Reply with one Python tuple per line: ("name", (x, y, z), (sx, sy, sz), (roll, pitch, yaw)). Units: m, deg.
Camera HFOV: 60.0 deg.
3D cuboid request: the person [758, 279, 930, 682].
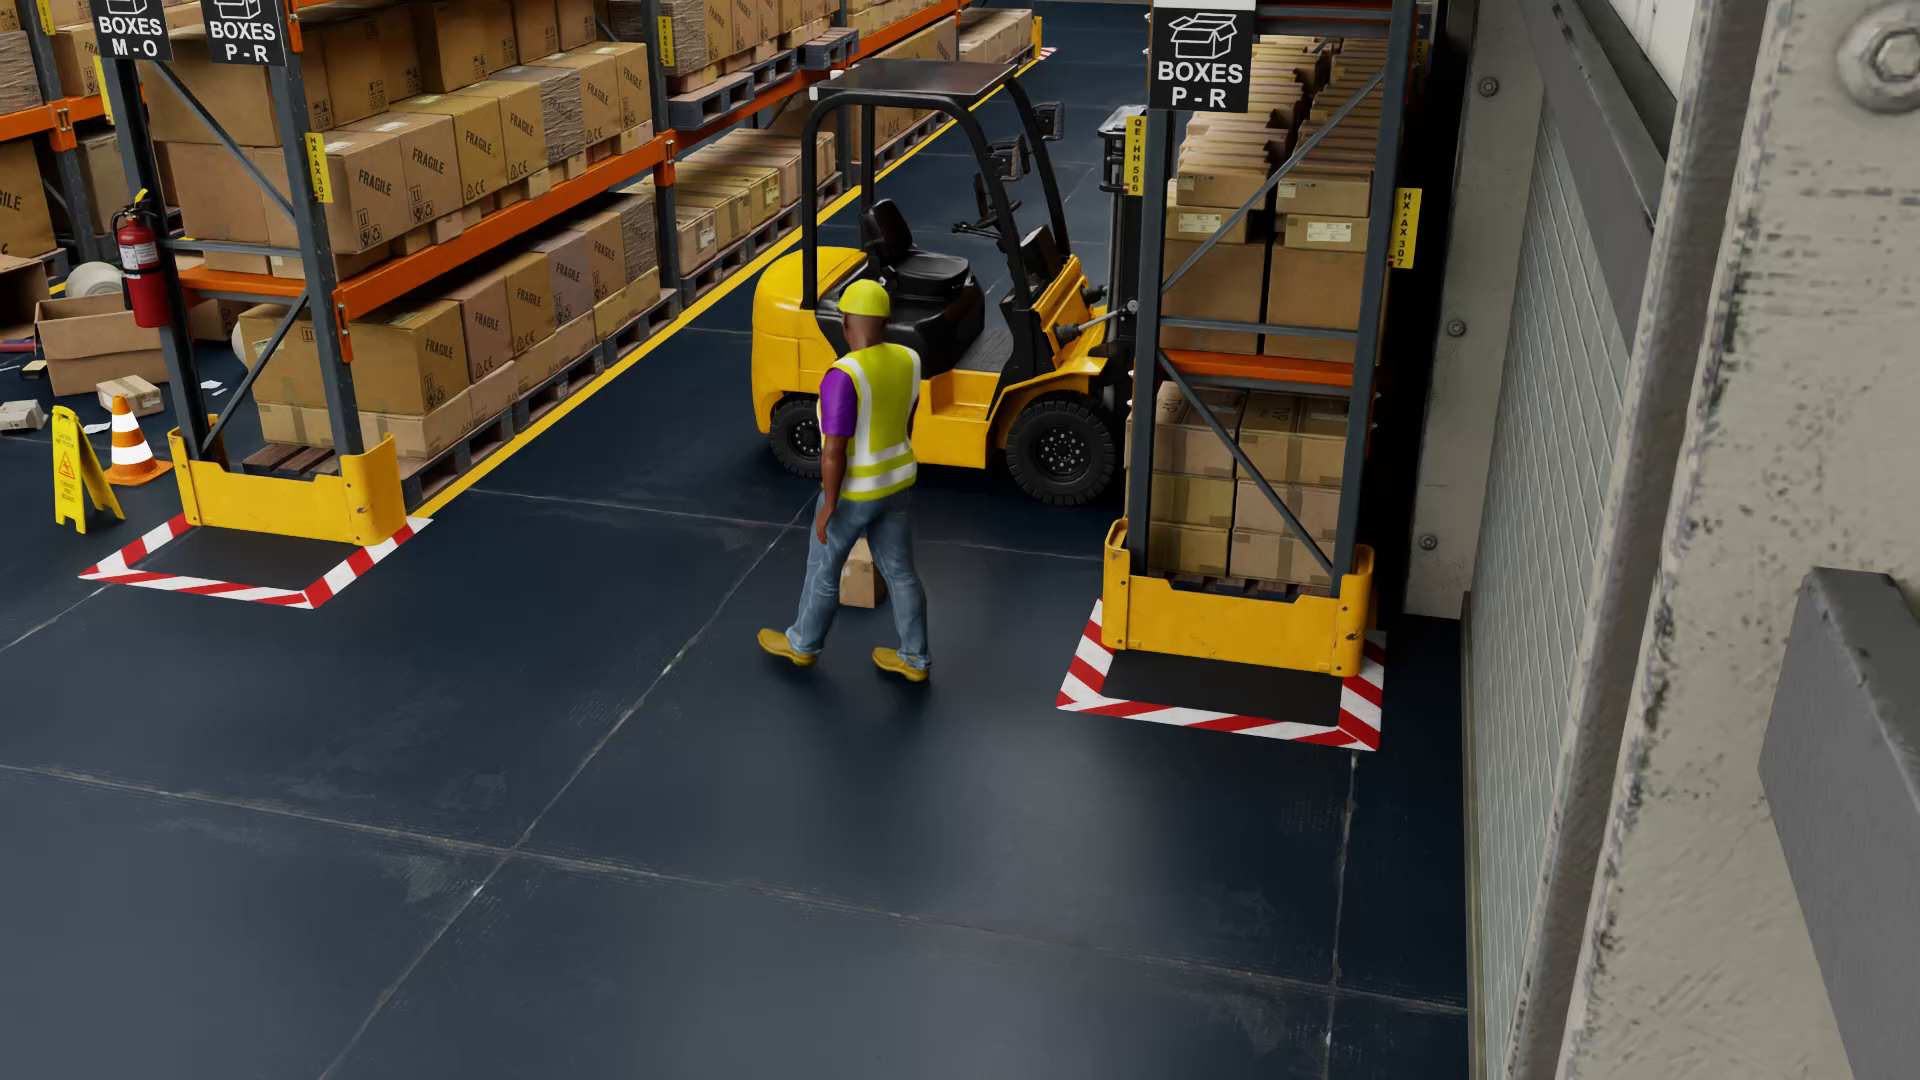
("person", (-0.482, -0.255, 7.092), (0.756, 1.745, 0.526), (21, 32, 37))
